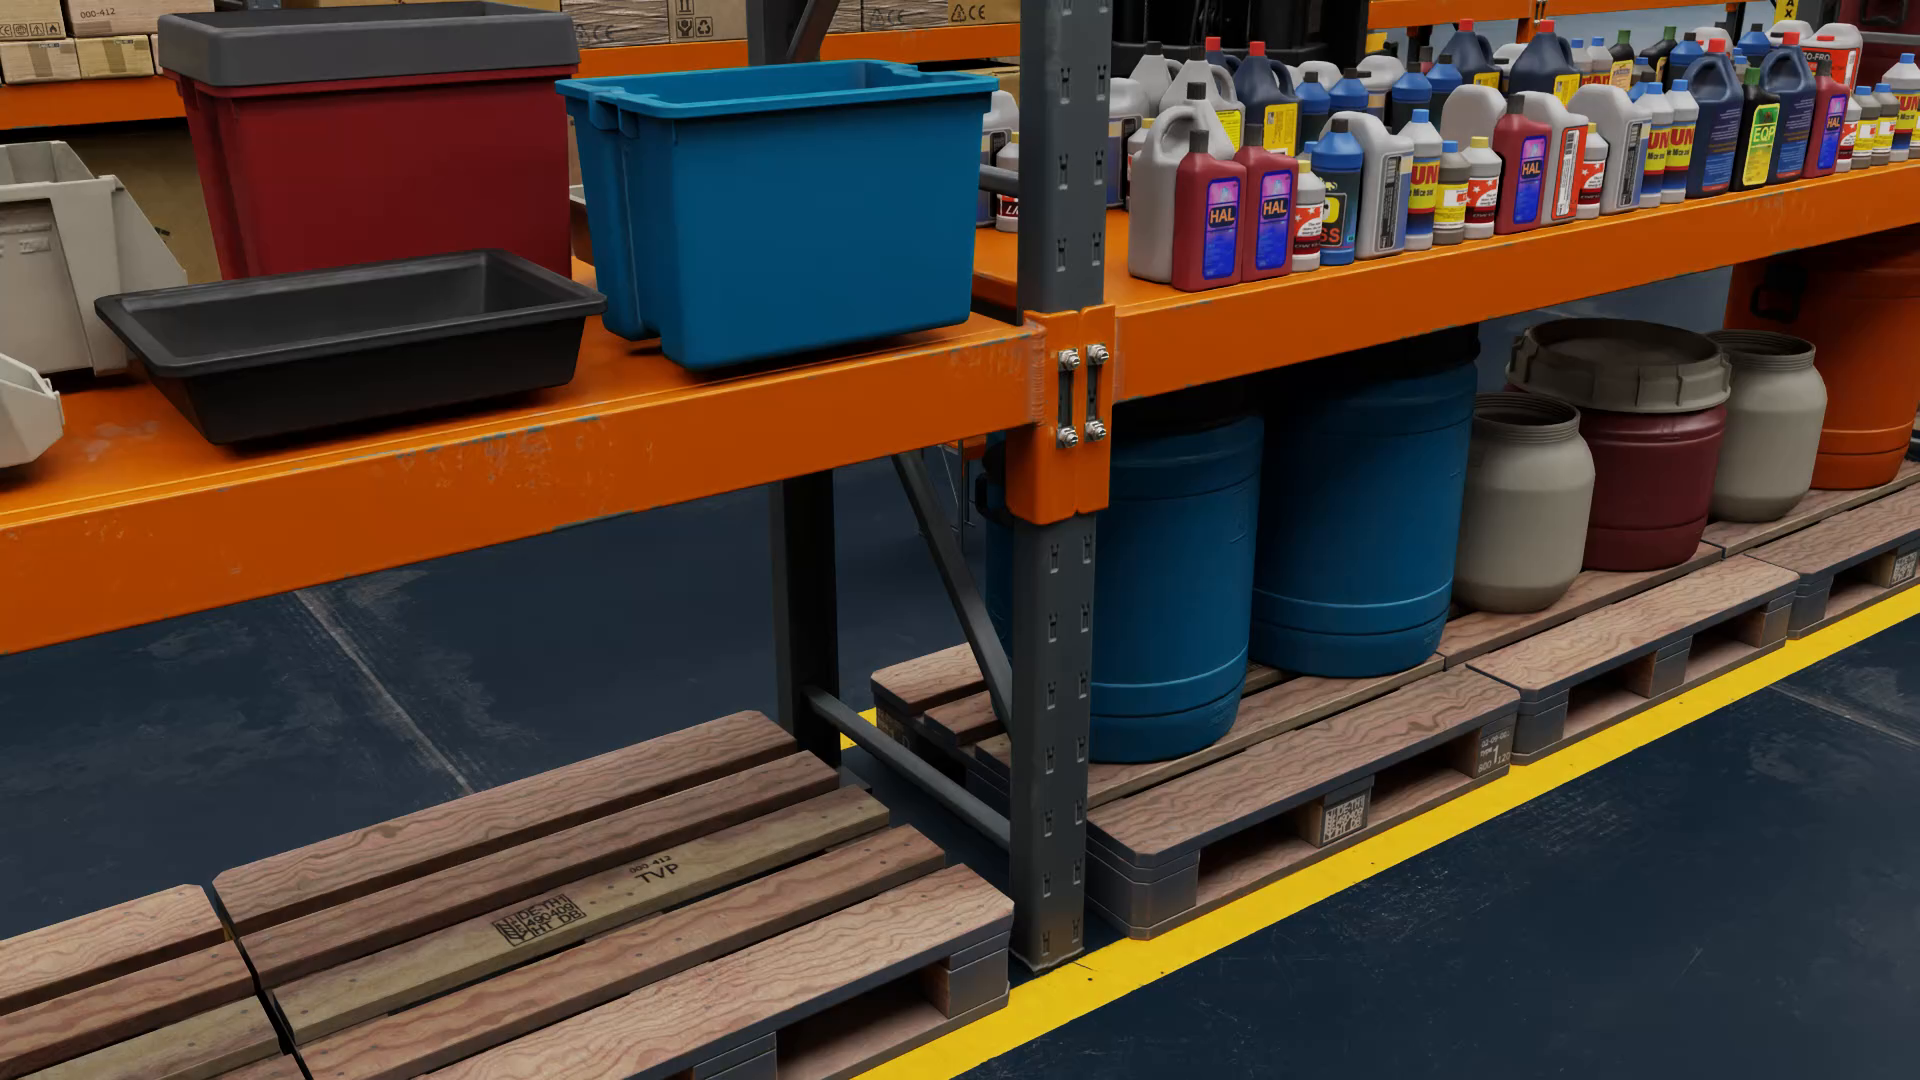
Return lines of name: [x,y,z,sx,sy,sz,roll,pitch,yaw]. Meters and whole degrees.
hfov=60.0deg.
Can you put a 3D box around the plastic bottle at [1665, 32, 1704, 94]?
plastic bottle: [2.162,-1.376,4.970,0.097,0.271,0.097,0,22,0]

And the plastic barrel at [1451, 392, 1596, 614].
plastic barrel: [1.442,-0.102,4.395,0.421,0.512,0.421,0,22,0]

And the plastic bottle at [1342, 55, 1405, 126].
plastic bottle: [1.040,-1.094,4.258,0.135,0.276,0.152,-15,26,-33]

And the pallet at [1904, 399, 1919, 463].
pallet: [3.804,-0.428,6.184,1.213,0.211,1.003,-15,26,-33]

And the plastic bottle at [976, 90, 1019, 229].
plastic bottle: [0.036,-0.826,3.587,0.135,0.276,0.152,-15,26,-33]

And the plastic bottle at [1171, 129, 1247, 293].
plastic bottle: [0.452,-0.598,3.006,0.133,0.283,0.061,-15,26,-33]

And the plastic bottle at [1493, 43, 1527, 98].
plastic bottle: [1.486,-1.213,4.556,0.135,0.276,0.152,-15,26,-33]

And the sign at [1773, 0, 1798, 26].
sign: [2.825,-1.807,5.657,0.005,0.325,0.100,-15,26,-33]

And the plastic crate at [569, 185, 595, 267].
plastic crate: [-0.556,-0.549,3.000,0.243,0.136,0.396,-15,26,-33]

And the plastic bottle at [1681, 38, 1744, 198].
plastic bottle: [1.733,-0.990,3.897,0.185,0.351,0.144,-15,26,-33]

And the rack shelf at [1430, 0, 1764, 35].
rack shelf: [5.130,-4.022,12.399,4.000,0.370,1.077,-15,26,-33]

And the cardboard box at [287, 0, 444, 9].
cardboard box: [-2.468,-2.262,6.884,0.500,0.500,0.500,-15,26,-33]

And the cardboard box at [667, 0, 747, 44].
cardboard box: [-1.238,-2.593,7.712,0.500,0.500,0.500,-14,26,-32]

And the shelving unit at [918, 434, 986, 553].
shelving unit: [0.012,-0.560,5.182,0.189,1.200,0.258,-15,26,-33]

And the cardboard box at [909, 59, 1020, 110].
cardboard box: [-0.313,-2.122,8.968,0.875,0.875,1.225,-16,27,-35]

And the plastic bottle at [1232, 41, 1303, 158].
plastic bottle: [0.695,-0.973,3.853,0.185,0.351,0.144,-15,26,-33]

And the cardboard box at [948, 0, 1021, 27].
cardboard box: [0.004,-2.922,8.538,0.500,0.500,0.500,-14,26,-31]

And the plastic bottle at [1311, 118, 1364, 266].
plastic bottle: [0.722,-0.673,3.210,0.097,0.271,0.097,0,22,0]

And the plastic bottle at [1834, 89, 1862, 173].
plastic bottle: [2.228,-1.042,4.229,0.097,0.201,0.097,0,22,0]

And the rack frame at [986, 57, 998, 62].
rack frame: [0.260,-3.057,9.011,0.127,3.000,1.000,-15,26,-33]

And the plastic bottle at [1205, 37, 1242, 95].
plastic bottle: [0.610,-1.016,3.962,0.185,0.351,0.144,-15,26,-33]

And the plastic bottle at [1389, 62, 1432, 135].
plastic bottle: [1.128,-1.058,4.175,0.097,0.271,0.097,0,22,0]

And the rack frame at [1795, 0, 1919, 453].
rack frame: [3.152,-1.567,5.277,0.127,3.000,1.000,-15,26,-33]

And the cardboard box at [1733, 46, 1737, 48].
cardboard box: [6.237,-3.693,13.410,0.500,0.500,0.500,-10,24,-23]

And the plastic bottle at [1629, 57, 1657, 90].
plastic bottle: [2.018,-1.333,4.957,0.097,0.201,0.097,0,22,0]

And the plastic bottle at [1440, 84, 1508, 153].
plastic bottle: [1.166,-0.876,3.711,0.135,0.276,0.152,-15,26,-33]

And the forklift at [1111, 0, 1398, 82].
forklift: [1.239,-2.188,6.924,1.130,2.935,3.031,13,25,29]

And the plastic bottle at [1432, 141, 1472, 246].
plastic bottle: [0.990,-0.712,3.401,0.097,0.201,0.097,0,22,0]

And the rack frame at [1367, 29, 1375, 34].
rack frame: [3.939,-6.303,17.145,0.127,3.000,1.000,-15,26,-33]

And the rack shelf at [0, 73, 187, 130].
rack shelf: [-4.611,-1.425,5.890,4.000,0.370,1.077,-15,26,-33]

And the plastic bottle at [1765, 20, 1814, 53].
plastic bottle: [2.612,-1.513,5.309,0.135,0.276,0.152,-15,26,-33]

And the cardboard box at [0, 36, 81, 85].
cardboard box: [-3.461,-1.799,6.196,0.250,0.149,0.380,-15,26,-34]

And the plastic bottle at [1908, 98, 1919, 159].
plastic bottle: [2.544,-1.126,4.440,0.097,0.201,0.097,0,22,0]

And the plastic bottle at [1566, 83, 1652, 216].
plastic bottle: [1.443,-0.880,3.722,0.135,0.276,0.152,-15,26,-33]

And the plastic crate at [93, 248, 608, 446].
plastic crate: [-0.846,-0.278,2.337,0.590,0.125,0.437,-15,26,-33]

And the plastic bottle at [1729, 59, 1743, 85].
plastic bottle: [1.911,-1.053,4.146,0.133,0.283,0.061,-15,26,-33]

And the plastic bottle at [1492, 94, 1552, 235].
plastic bottle: [1.173,-0.791,3.488,0.133,0.283,0.061,-15,26,-33]

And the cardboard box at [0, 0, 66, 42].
cardboard box: [-3.611,-1.973,6.094,0.500,0.250,0.500,-14,26,-31]

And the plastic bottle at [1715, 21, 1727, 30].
plastic bottle: [2.319,-1.459,5.163,0.133,0.283,0.061,-15,26,-33]

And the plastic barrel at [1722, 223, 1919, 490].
plastic barrel: [2.765,-0.643,5.323,0.708,0.830,0.600,-15,26,-33]

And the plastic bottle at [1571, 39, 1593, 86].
plastic bottle: [1.752,-1.294,4.766,0.097,0.271,0.097,0,22,0]

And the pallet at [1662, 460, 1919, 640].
pallet: [2.537,-0.089,5.334,1.213,0.211,1.003,-15,26,-33]
